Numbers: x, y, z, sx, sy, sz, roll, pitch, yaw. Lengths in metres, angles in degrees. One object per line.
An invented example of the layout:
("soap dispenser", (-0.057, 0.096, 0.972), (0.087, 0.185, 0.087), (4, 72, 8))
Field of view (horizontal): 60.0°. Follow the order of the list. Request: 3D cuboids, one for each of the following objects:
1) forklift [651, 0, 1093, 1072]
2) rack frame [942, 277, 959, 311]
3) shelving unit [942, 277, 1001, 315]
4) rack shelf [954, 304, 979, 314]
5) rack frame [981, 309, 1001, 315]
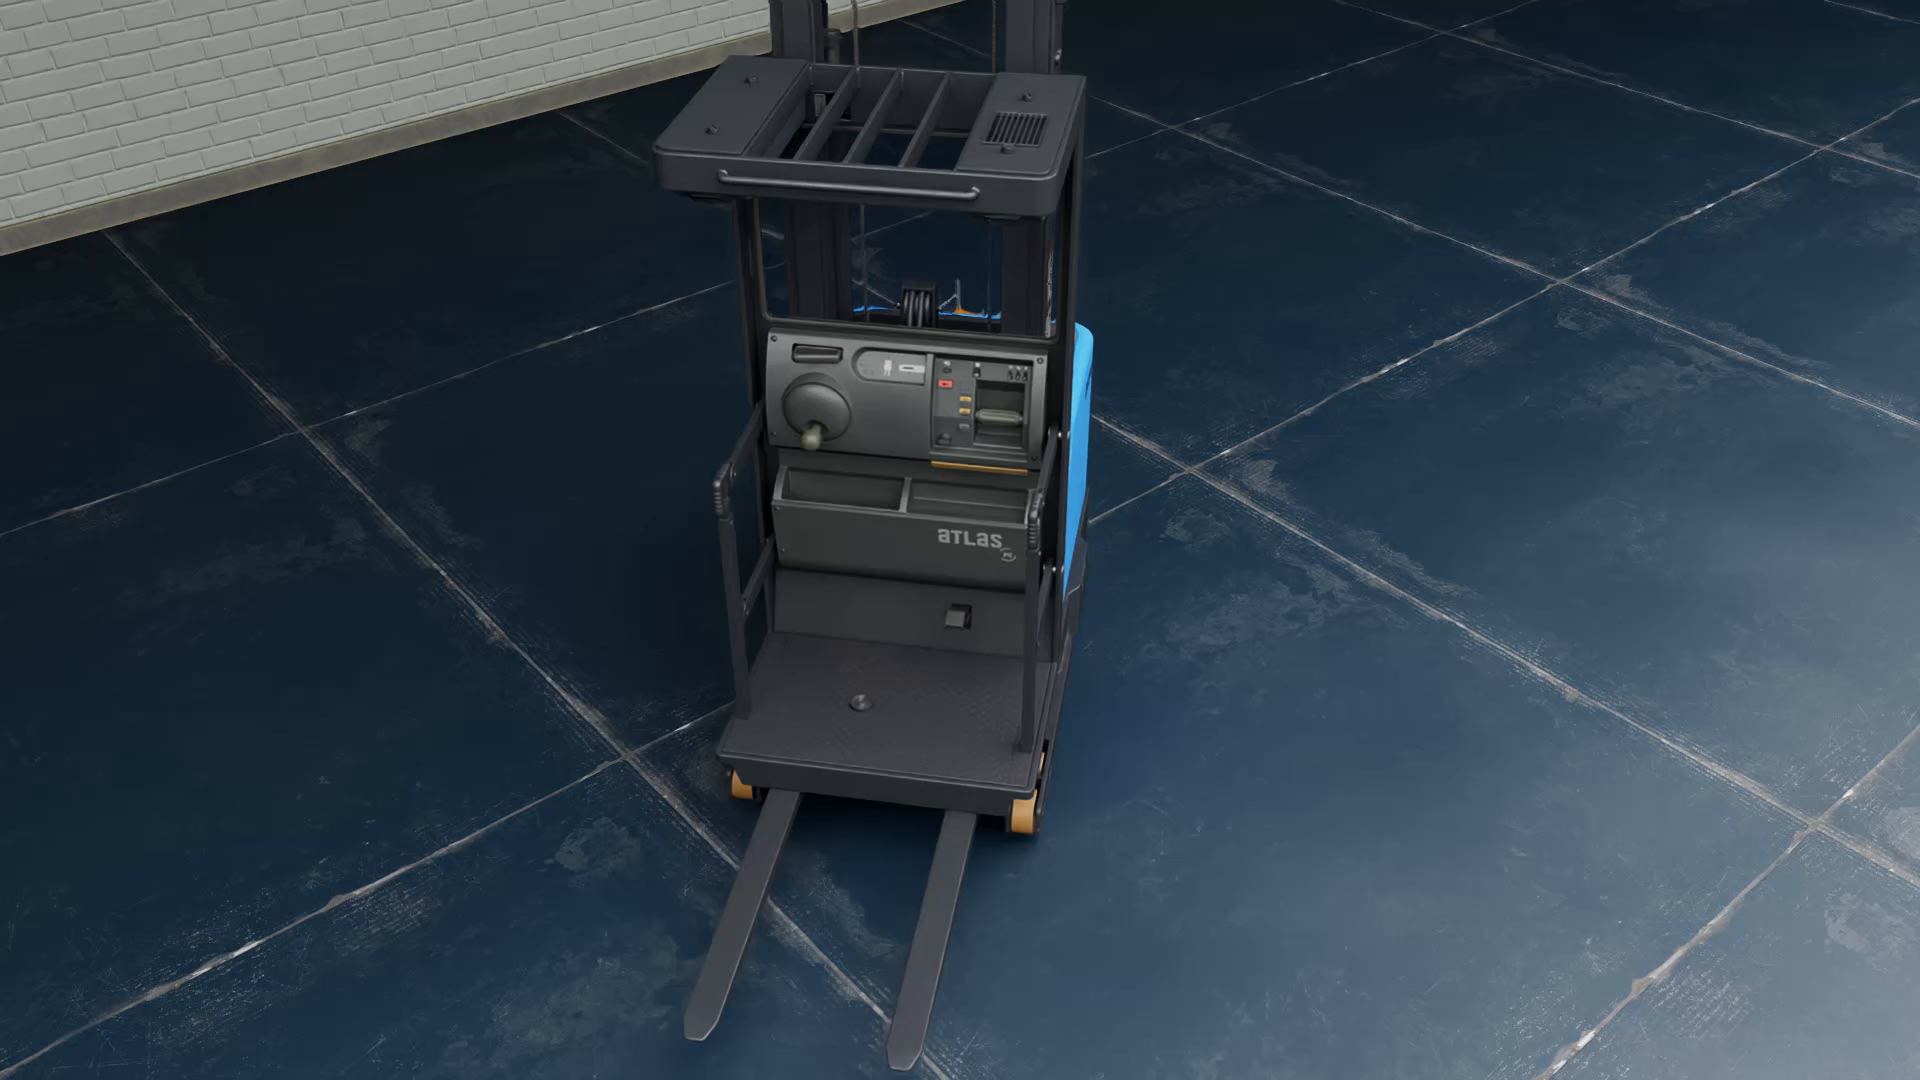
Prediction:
("forklift", (-0.215, -0.398, 5.276), (1.130, 2.935, 3.031), (6, 36, 8))
("rack frame", (-0.063, -0.628, 7.227), (0.008, 1.050, 0.200), (20, 40, 26))
("shelving unit", (0.040, -0.589, 7.174), (0.252, 1.050, 0.215), (20, 40, 26))
("rack shelf", (0.040, -0.812, 7.016), (0.240, 0.259, 0.215), (20, 40, 26))
("rack frame", (0.142, -0.551, 7.120), (0.008, 1.050, 0.200), (20, 40, 26))
